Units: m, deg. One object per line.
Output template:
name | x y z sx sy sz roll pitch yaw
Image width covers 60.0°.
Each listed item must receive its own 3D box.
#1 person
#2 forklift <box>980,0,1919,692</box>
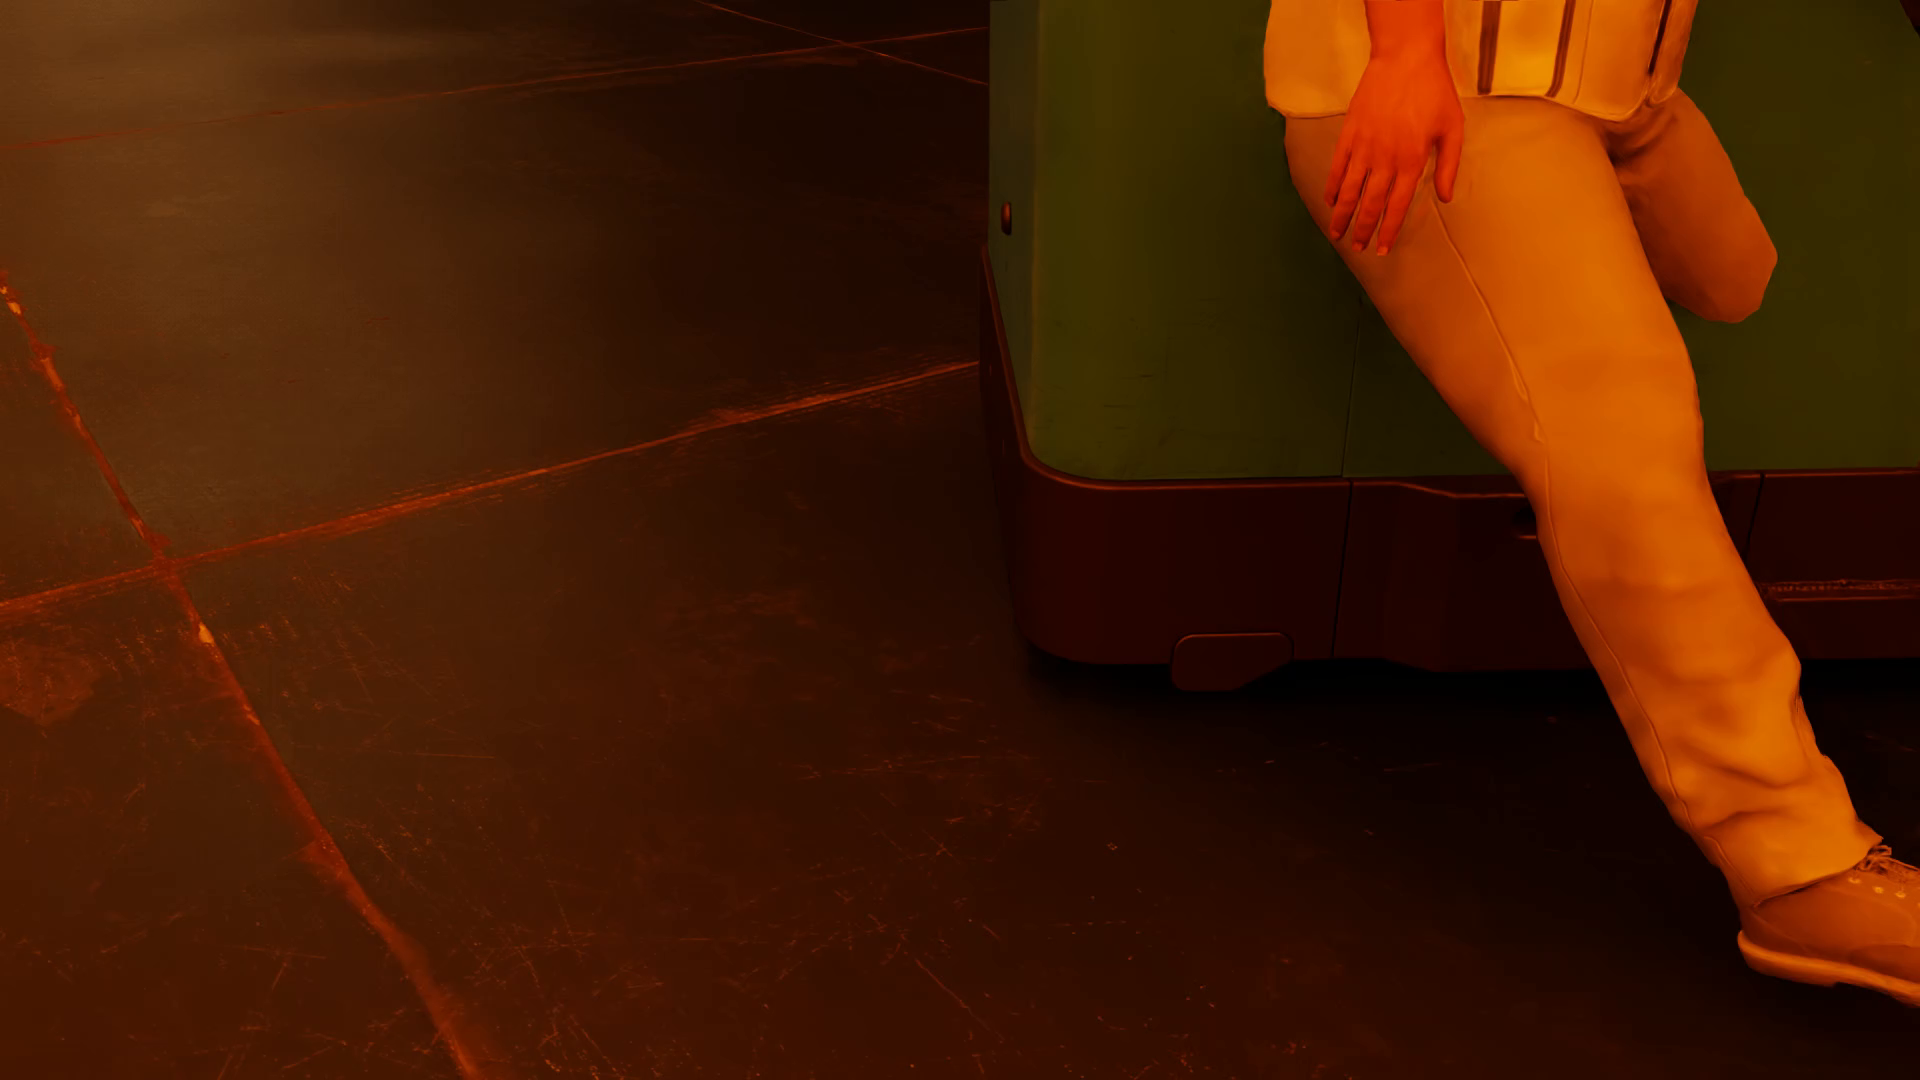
person | 0.824 -0.473 1.627 1.058 1.530 0.989 23 35 38
forklift | 1.567 -1.356 1.934 3.031 2.935 1.130 -1 27 -2
